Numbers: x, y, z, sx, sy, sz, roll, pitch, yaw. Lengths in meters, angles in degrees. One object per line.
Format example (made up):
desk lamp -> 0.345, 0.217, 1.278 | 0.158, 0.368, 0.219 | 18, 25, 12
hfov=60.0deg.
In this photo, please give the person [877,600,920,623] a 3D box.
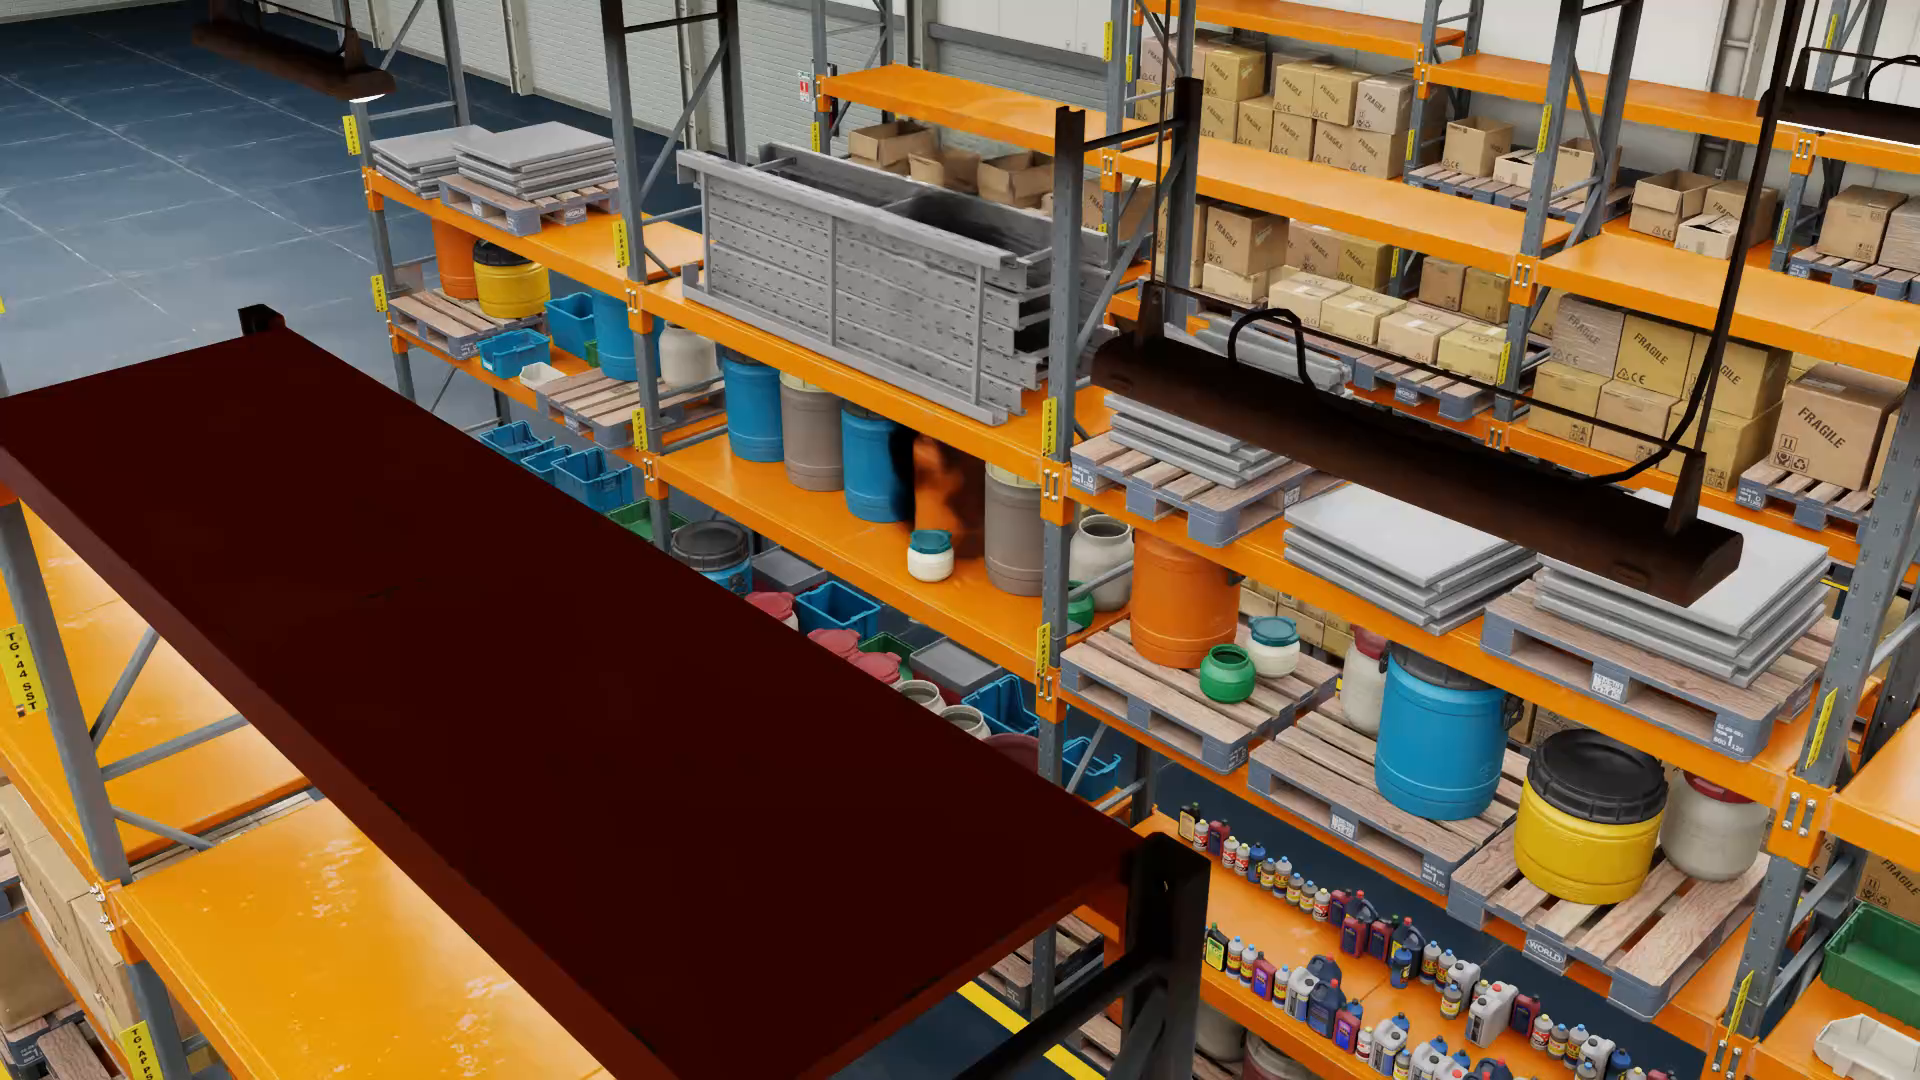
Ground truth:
person -> -0.543, -0.044, 14.557 | 0.728, 1.772, 0.585 | 24, 36, 37
